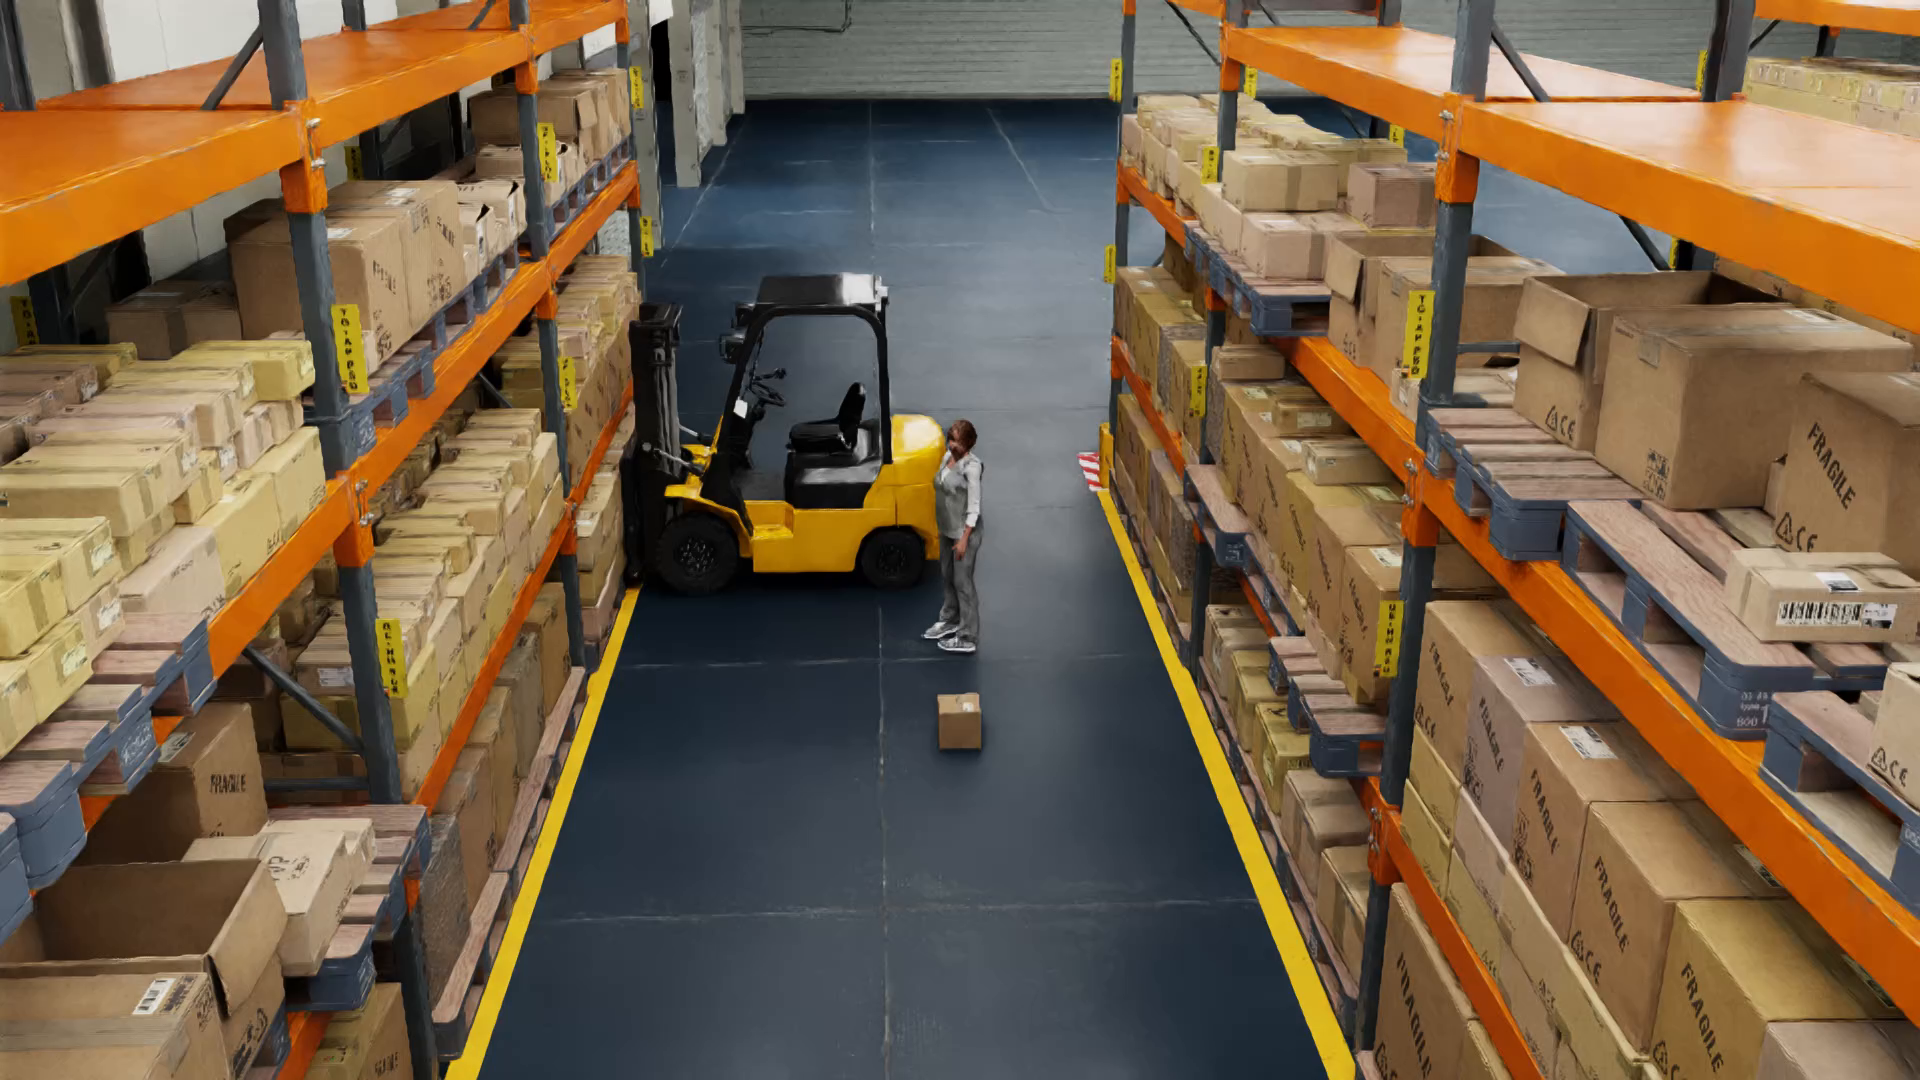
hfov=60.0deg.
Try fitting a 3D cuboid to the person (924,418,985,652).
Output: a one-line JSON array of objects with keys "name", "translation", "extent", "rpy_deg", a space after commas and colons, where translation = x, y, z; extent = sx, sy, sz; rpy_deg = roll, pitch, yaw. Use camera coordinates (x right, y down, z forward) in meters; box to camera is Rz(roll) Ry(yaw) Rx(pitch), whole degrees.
[{"name": "person", "translation": [-0.022, -0.030, 11.182], "extent": [0.336, 1.593, 0.473], "rpy_deg": [-10, 23, -24]}]
